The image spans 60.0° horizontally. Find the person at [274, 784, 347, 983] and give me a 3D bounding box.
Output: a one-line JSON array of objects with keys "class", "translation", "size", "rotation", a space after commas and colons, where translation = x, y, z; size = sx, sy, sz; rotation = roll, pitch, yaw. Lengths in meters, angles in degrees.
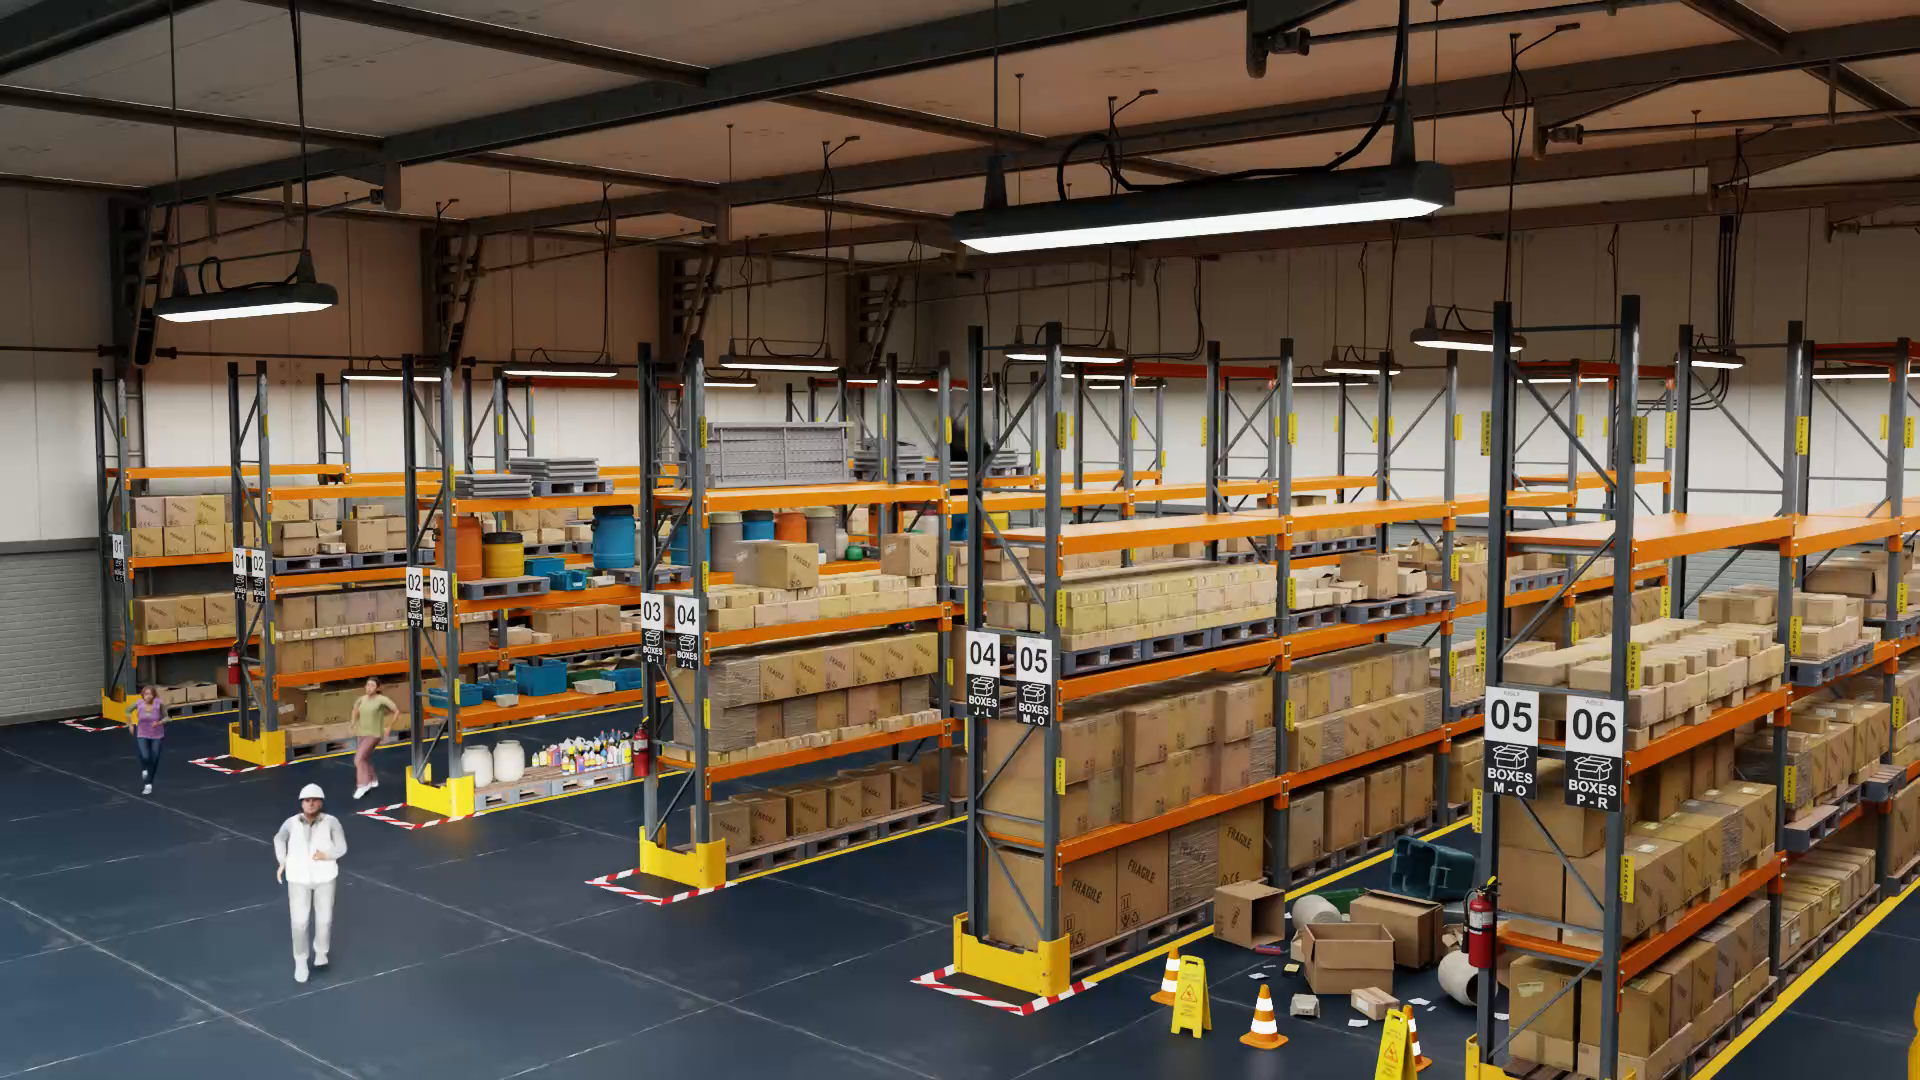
[{"class": "person", "translation": [-5.989, 3.156, 15.359], "size": [0.627, 1.807, 0.729], "rotation": [-2, 5, -22]}]

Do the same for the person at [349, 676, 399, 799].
[{"class": "person", "translation": [-8.033, 2.682, 22.686], "size": [0.636, 1.660, 0.664], "rotation": [2, 4, 21]}]

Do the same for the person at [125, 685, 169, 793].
[{"class": "person", "translation": [-11.125, 2.733, 22.796], "size": [0.525, 1.529, 0.683], "rotation": [-2, 5, -30]}]
